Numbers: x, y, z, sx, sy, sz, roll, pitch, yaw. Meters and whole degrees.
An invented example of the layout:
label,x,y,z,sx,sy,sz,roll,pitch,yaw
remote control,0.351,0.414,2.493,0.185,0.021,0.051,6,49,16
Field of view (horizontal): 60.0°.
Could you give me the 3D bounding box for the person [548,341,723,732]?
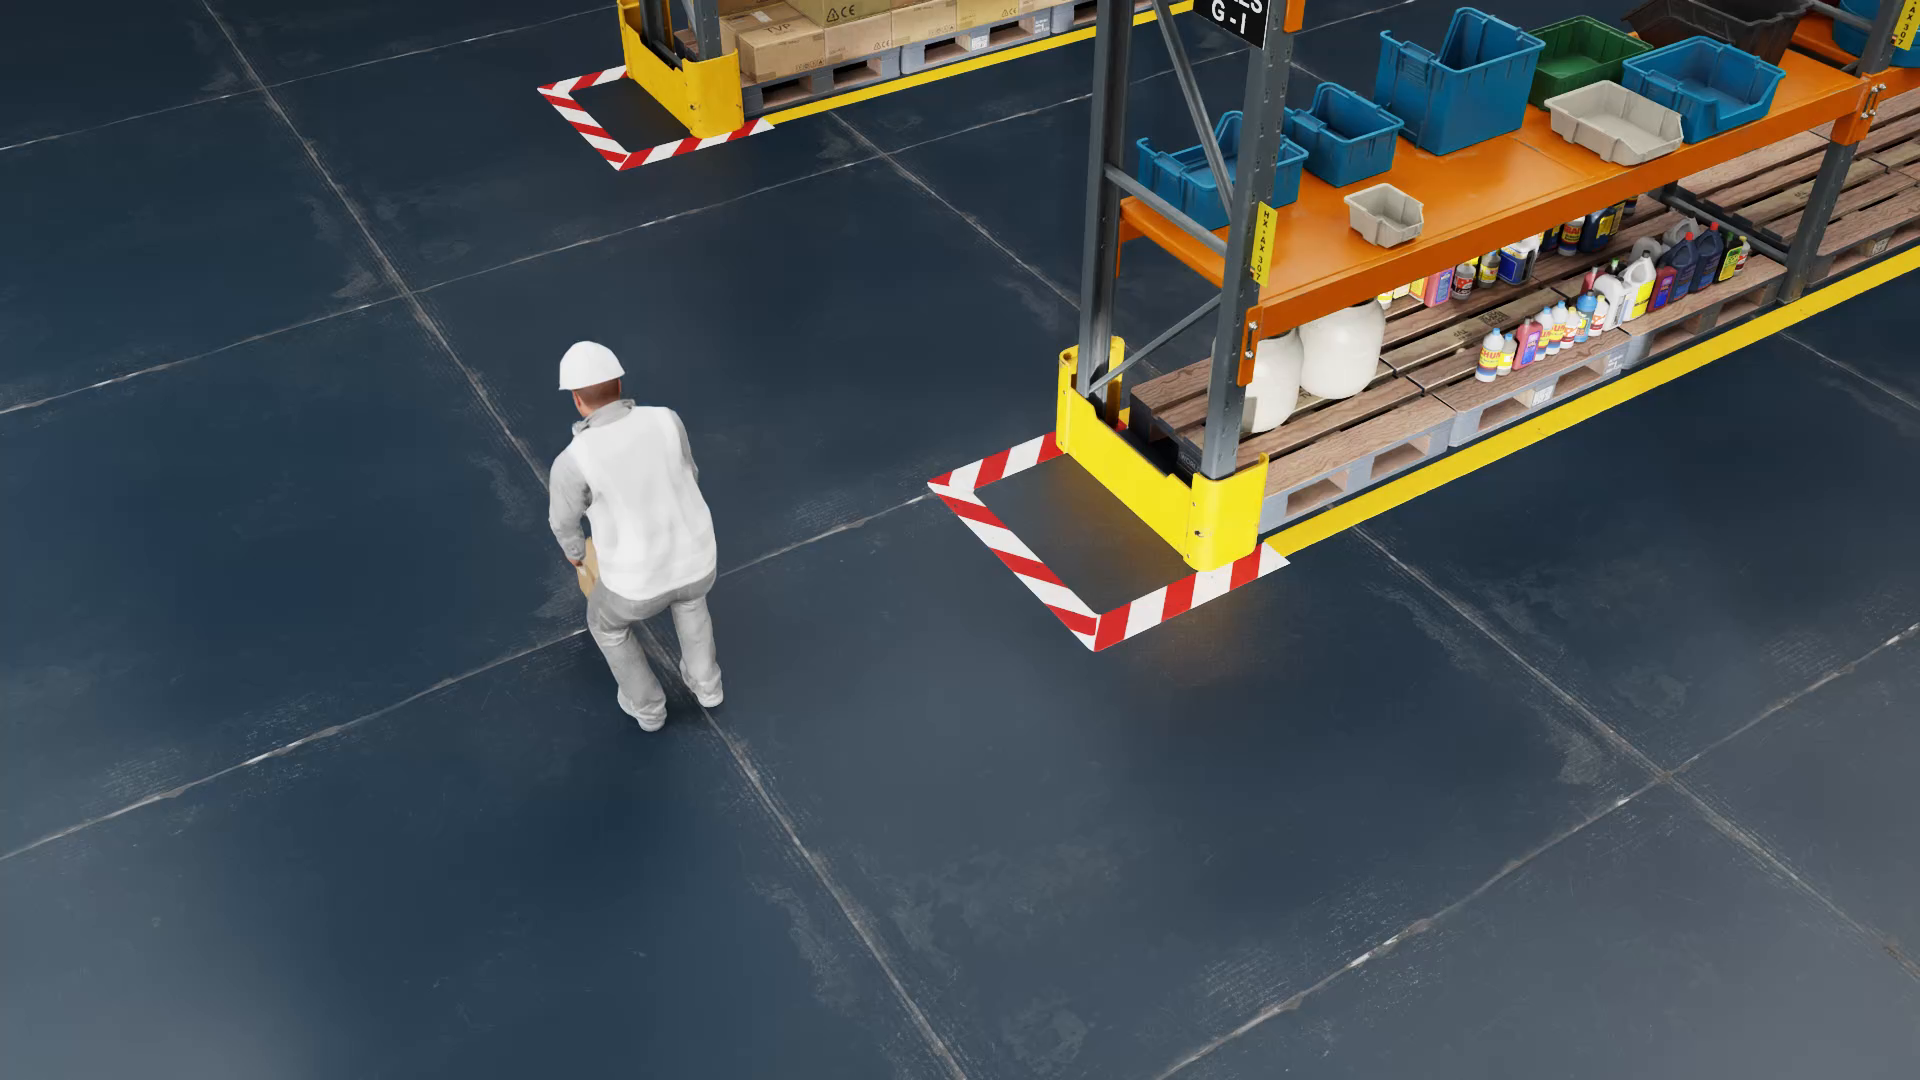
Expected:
label,x,y,z,sx,sy,sz,roll,pitch,yaw
person,-1.215,0.028,6.240,0.583,1.607,0.627,-22,45,-24
